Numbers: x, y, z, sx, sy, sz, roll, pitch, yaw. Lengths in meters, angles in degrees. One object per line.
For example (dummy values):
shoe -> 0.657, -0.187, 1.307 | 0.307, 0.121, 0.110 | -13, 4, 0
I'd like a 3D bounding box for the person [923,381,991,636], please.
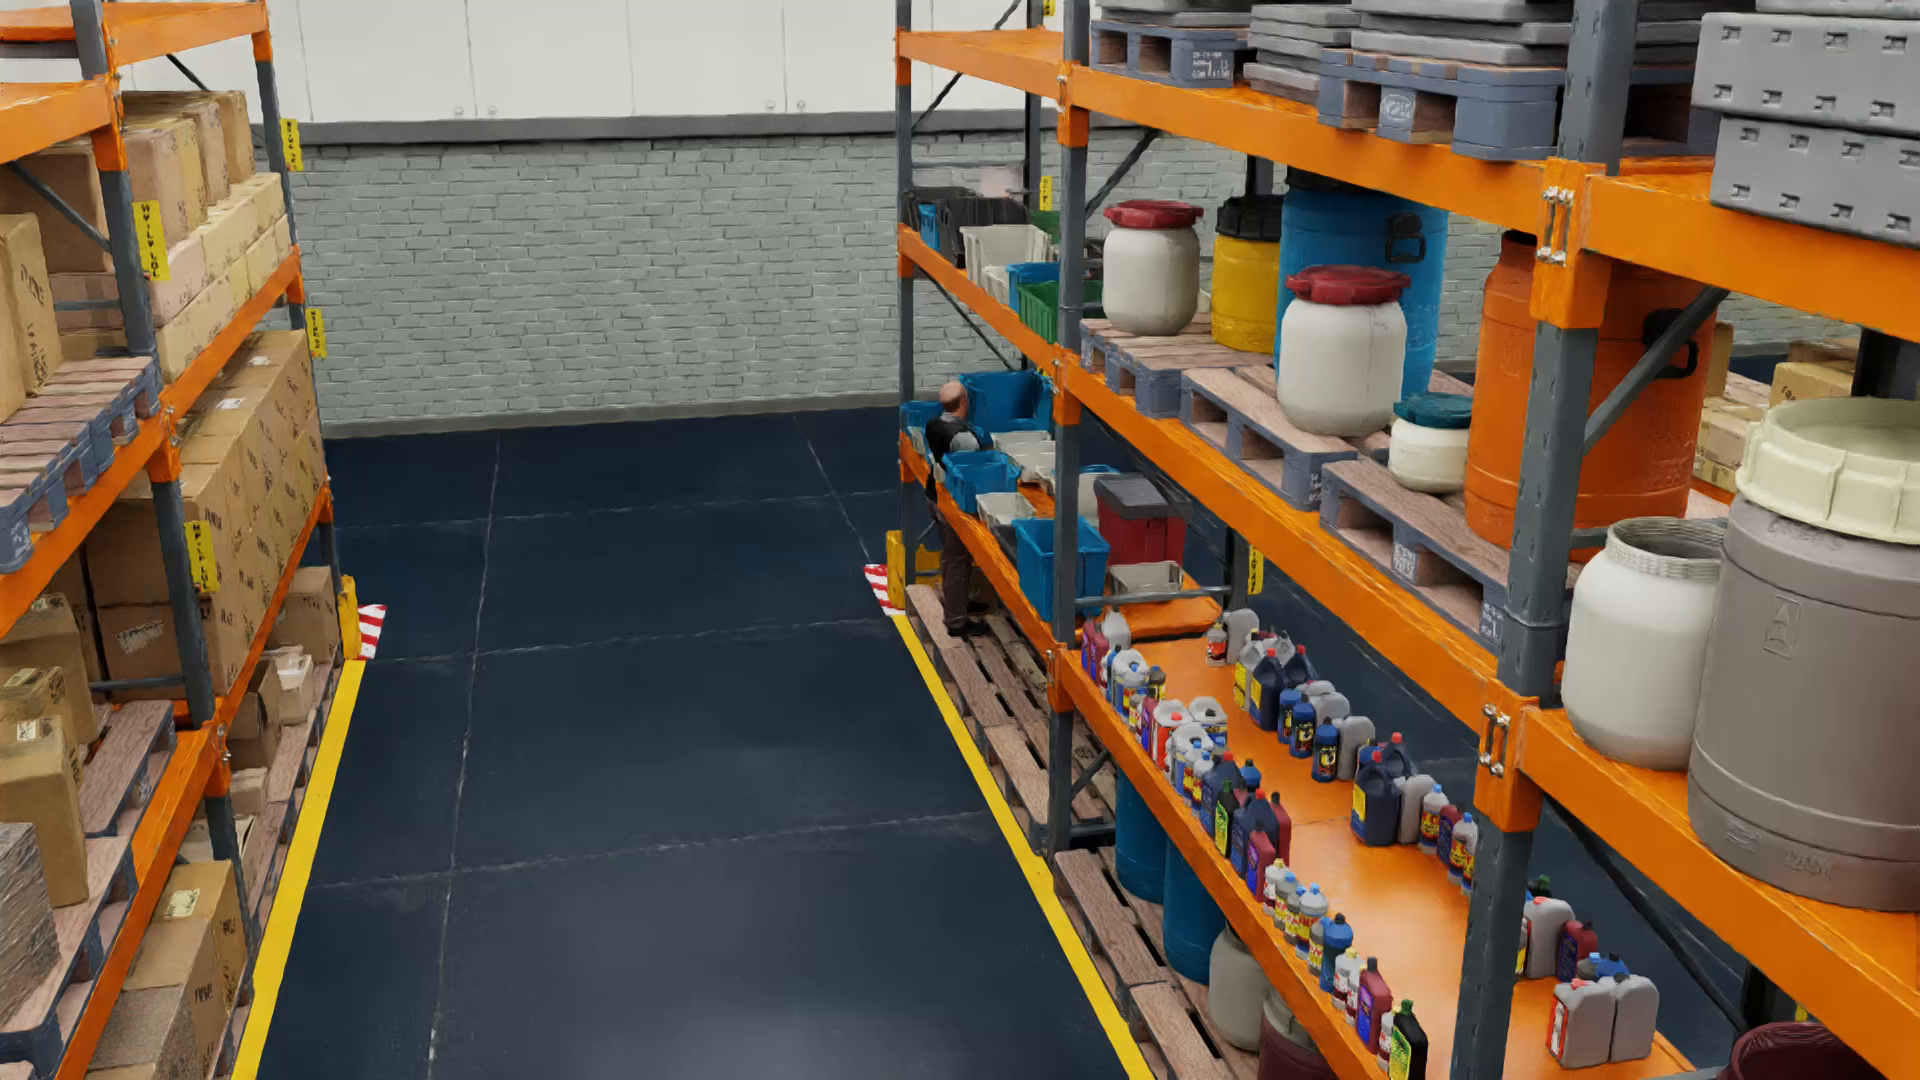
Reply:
person -> 0.024, -0.231, 11.164 | 0.490, 1.726, 0.620 | -9, 21, -24
